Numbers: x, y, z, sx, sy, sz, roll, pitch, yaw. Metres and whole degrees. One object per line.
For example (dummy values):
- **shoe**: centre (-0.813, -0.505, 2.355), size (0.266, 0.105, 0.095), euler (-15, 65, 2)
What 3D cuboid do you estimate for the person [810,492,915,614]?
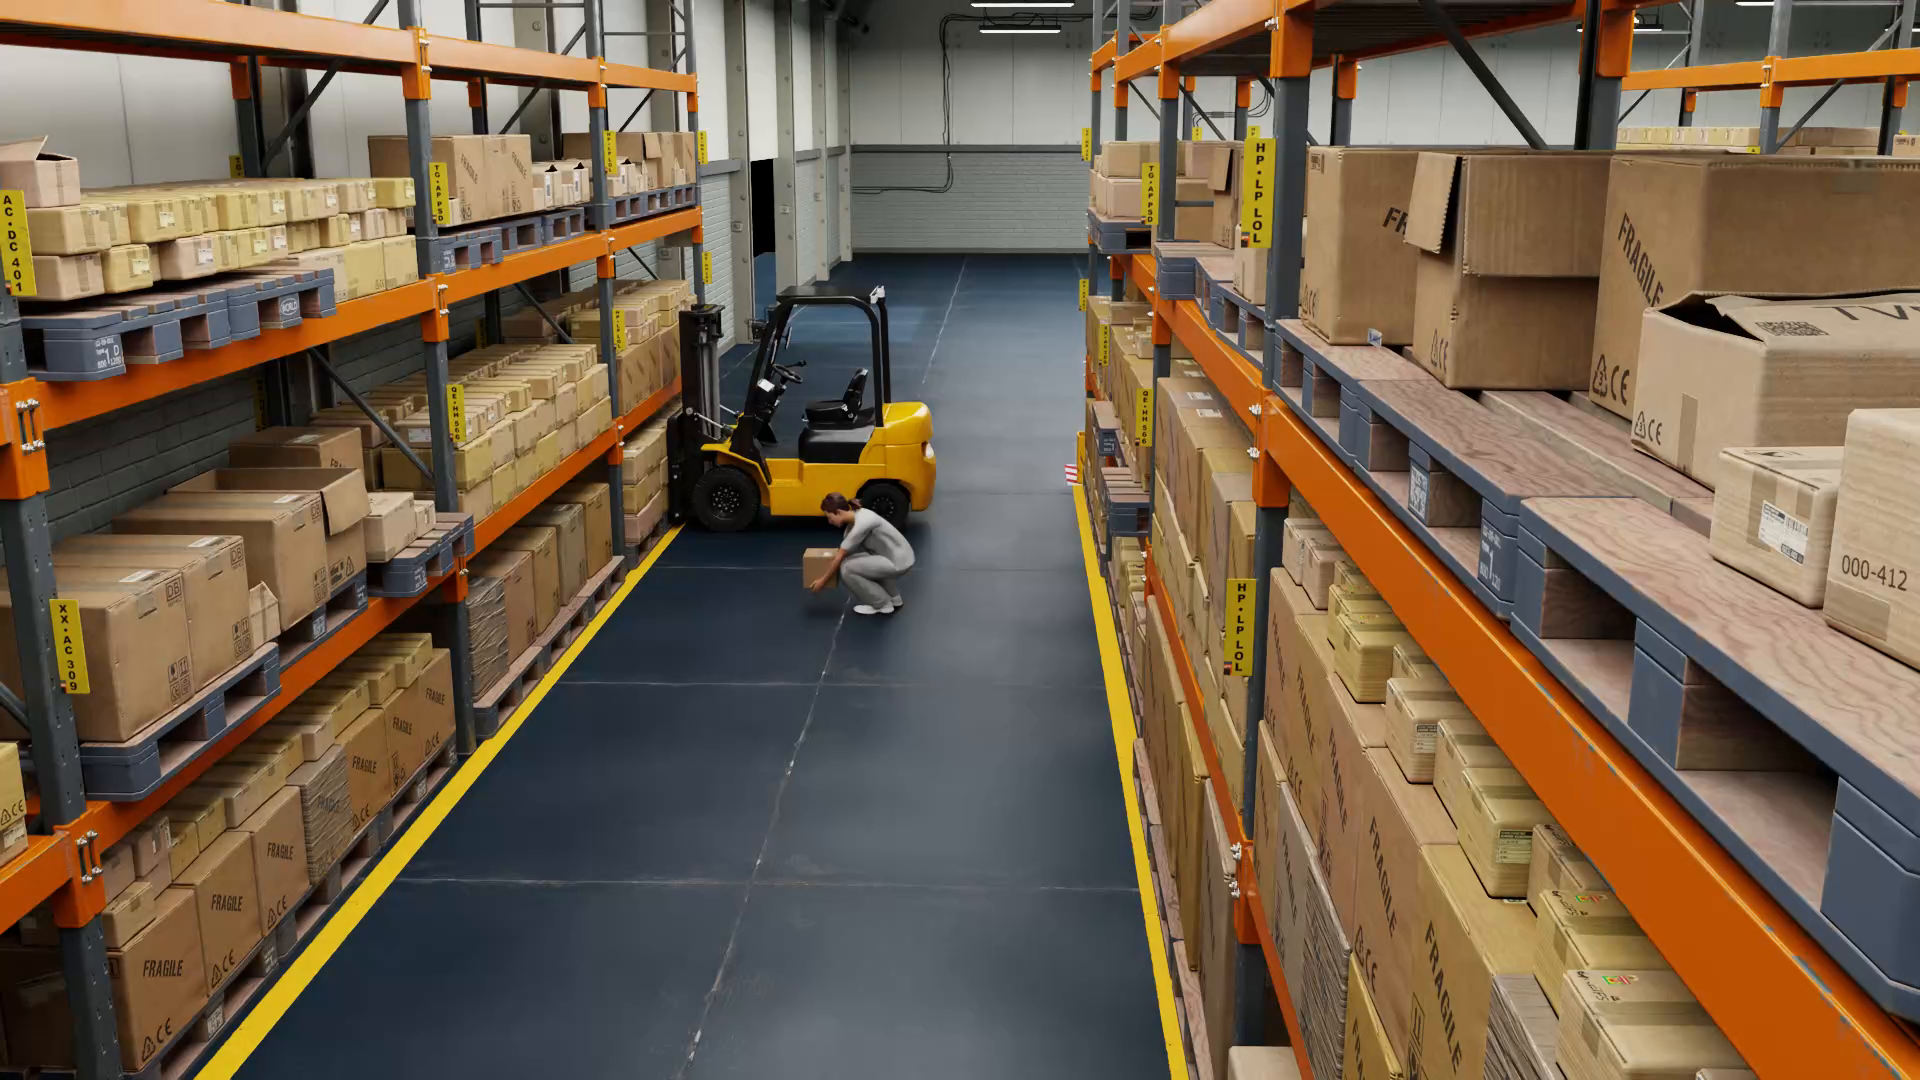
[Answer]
- **person**: centre (-0.743, 0.084, 12.709), size (0.794, 0.939, 0.471), euler (0, 14, 1)
